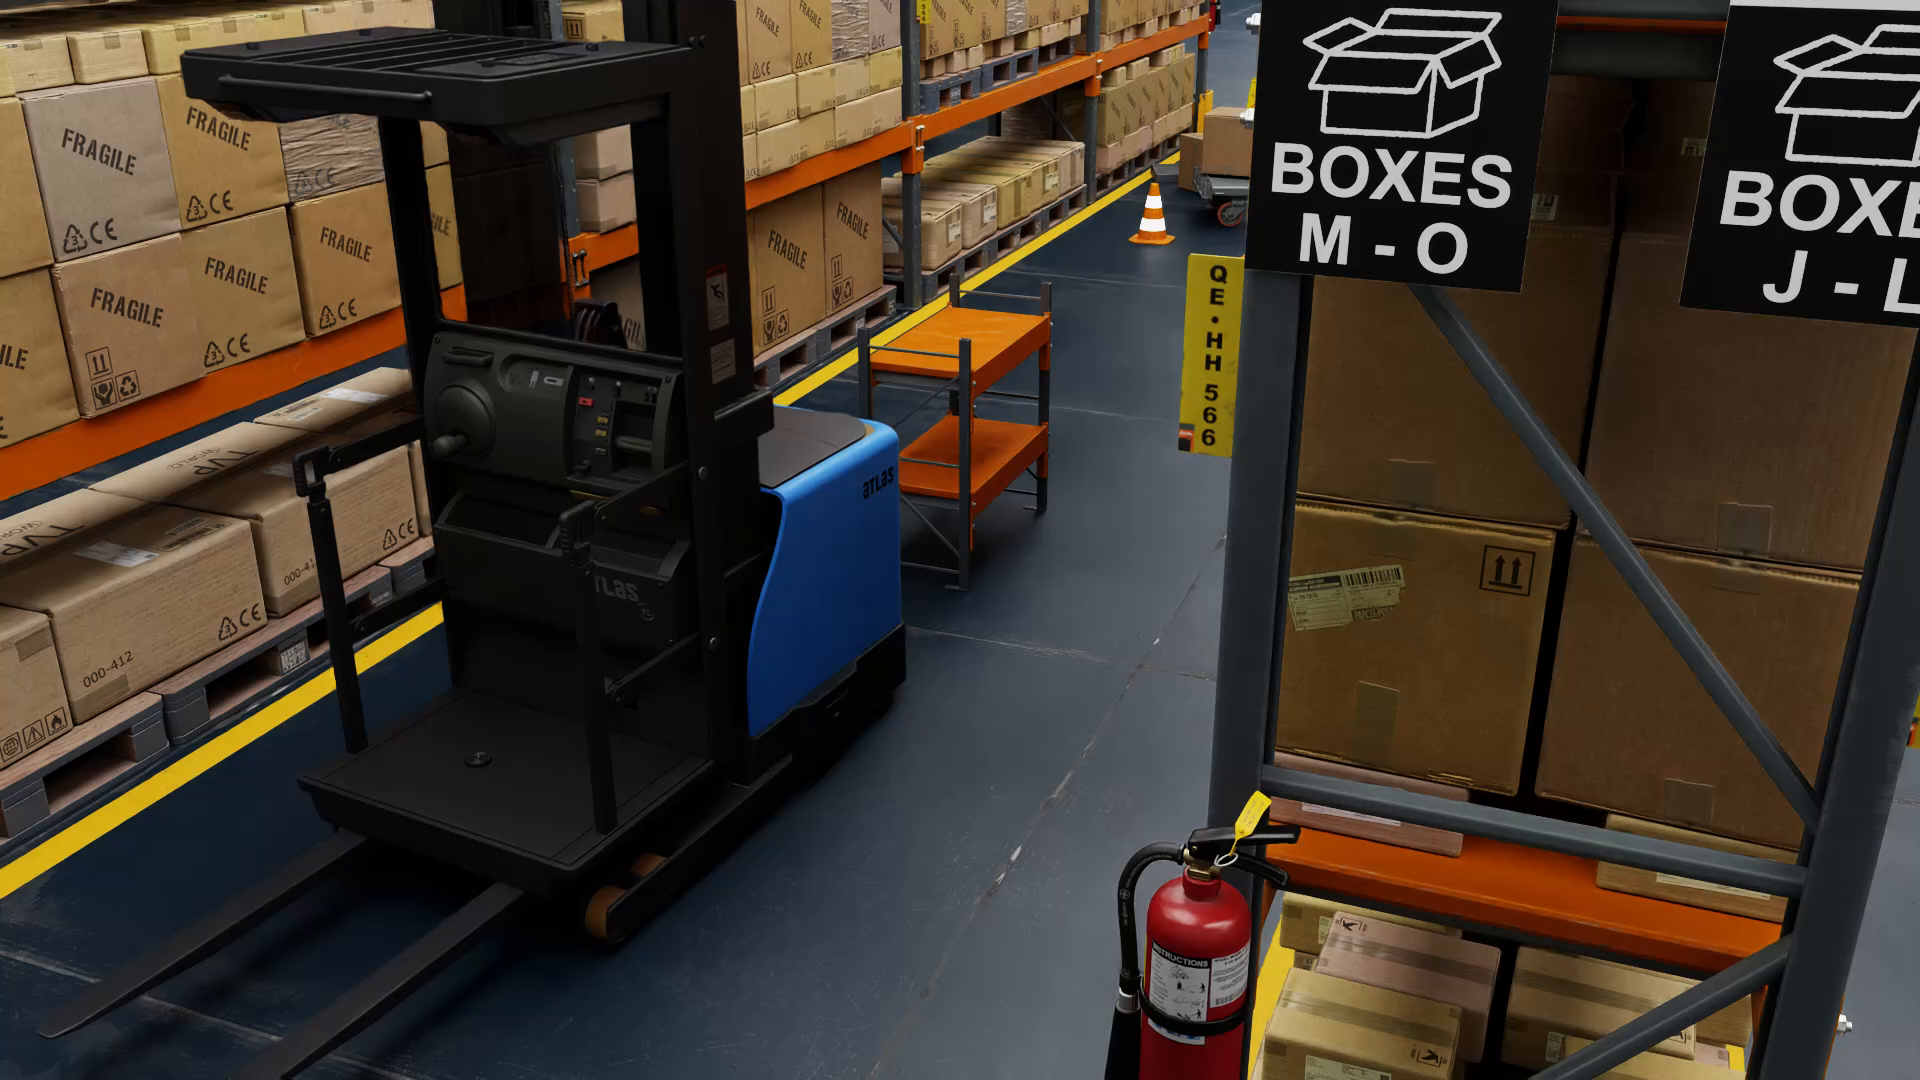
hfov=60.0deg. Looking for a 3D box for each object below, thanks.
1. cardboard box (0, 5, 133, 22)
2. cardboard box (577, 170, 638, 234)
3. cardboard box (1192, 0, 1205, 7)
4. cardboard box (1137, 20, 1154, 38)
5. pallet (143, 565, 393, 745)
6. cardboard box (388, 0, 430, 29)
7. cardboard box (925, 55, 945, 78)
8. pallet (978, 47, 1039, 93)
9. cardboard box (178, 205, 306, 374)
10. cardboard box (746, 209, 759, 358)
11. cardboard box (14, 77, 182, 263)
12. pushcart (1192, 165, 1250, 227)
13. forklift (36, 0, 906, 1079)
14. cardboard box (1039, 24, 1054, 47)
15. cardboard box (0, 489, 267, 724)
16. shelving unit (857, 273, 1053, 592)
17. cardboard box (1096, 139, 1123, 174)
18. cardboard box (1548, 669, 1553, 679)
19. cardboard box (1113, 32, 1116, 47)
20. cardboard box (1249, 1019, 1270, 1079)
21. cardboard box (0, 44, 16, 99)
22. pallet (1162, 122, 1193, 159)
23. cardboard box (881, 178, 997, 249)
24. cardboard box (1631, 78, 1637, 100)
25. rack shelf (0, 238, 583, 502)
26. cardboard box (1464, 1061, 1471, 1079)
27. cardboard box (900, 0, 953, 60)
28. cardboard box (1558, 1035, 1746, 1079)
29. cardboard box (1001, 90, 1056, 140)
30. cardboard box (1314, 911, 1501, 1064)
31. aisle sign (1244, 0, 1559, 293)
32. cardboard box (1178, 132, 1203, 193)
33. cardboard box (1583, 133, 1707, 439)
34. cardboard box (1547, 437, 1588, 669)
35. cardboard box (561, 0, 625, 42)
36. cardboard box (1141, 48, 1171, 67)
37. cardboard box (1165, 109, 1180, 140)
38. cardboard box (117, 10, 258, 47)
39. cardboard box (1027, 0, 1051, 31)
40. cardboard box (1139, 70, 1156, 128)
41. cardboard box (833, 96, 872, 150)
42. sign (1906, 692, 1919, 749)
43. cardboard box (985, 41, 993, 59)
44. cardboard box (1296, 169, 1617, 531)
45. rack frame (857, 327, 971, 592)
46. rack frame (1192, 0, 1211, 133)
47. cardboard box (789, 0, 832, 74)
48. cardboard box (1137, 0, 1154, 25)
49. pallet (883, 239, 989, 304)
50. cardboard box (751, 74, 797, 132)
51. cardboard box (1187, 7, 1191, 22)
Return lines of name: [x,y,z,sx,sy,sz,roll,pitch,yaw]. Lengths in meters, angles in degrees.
cardboard box: [-3.178,-1.815,5.935,0.380,0.149,0.250,9,24,20]
cardboard box: [-1.828,-1.677,8.067,0.500,0.250,0.500,8,24,19]
cardboard box: [2.275,-5.870,17.396,0.500,0.500,0.500,8,24,19]
cardboard box: [1.634,-4.896,15.907,0.380,0.149,0.250,9,24,20]
pallet: [-3.043,0.359,6.616,1.003,0.211,1.213,9,24,20]
cardboard box: [-2.356,-2.111,6.643,0.380,0.149,0.250,9,24,20]
cardboard box: [-0.321,-3.322,11.591,0.380,0.149,0.250,7,24,17]
pallet: [-0.054,-3.683,12.925,1.003,0.211,1.213,9,24,20]
cardboard box: [-2.739,-0.918,5.926,0.500,0.500,0.500,10,25,22]
cardboard box: [-1.752,-1.397,9.415,0.875,0.875,0.875,10,24,22]
cardboard box: [-2.910,-1.205,5.315,0.500,0.500,0.500,9,24,20]
pushcart: [2.870,-2.971,14.372,1.648,0.377,0.936,1,23,2]
forklift: [-1.336,-0.362,4.813,1.130,2.935,3.031,11,25,25]
cardboard box: [0.532,-4.062,13.365,0.380,0.149,0.250,9,24,20]
cardboard box: [-3.238,0.214,6.124,0.875,0.438,0.875,9,24,21]
shelving unit: [-0.002,-0.517,7.527,0.538,1.125,1.048,9,24,20]
cardboard box: [1.205,-3.587,15.467,0.500,0.250,0.500,8,24,18]
cardboard box: [1.510,0.227,3.642,0.380,0.149,0.250,10,25,23]
cardboard box: [1.195,-4.538,15.048,0.380,0.149,0.250,10,24,22]
cardboard box: [0.842,1.232,3.676,0.380,0.149,0.250,8,24,19]
cardboard box: [-3.018,-1.366,4.861,0.380,0.149,0.250,8,24,18]
pallet: [1.858,-4.321,17.821,1.003,0.211,1.213,9,24,20]
cardboard box: [-0.265,-2.505,12.720,0.950,0.372,0.625,8,24,19]
cardboard box: [1.609,-1.108,4.699,0.500,0.500,0.500,9,24,21]
rack shelf: [-2.980,-0.579,6.177,1.077,0.370,4.000,9,24,20]
cardboard box: [1.093,1.192,4.158,0.380,0.149,0.250,9,24,20]
cardboard box: [-0.369,-3.563,11.327,0.500,0.500,0.500,8,24,19]
cardboard box: [1.421,1.186,3.401,0.380,0.149,0.250,8,24,18]
cardboard box: [0.706,-4.010,15.509,0.500,0.500,0.500,8,24,19]
cardboard box: [1.019,1.017,3.805,0.380,0.149,0.250,9,24,21]
aisle sign: [0.605,-0.739,2.254,0.394,0.787,0.004,9,24,20]
cardboard box: [2.396,-3.525,15.538,0.500,0.500,0.500,-12,25,-26]
cardboard box: [1.506,-0.471,3.174,0.500,0.500,0.500,10,24,22]
cardboard box: [1.509,-0.022,3.395,0.500,0.500,0.500,9,24,20]
cardboard box: [-1.806,-2.250,7.818,0.500,0.500,0.500,9,24,21]
cardboard box: [1.896,-4.842,16.659,0.380,0.149,0.250,10,25,22]
cardboard box: [1.971,-4.334,17.256,0.500,0.250,0.500,9,24,20]
cardboard box: [-2.666,-1.739,5.752,0.380,0.149,0.250,9,24,20]
cardboard box: [0.396,-4.307,13.108,0.500,0.500,0.500,10,25,22]
cardboard box: [1.587,-4.311,16.229,0.500,0.500,0.500,10,25,23]
cardboard box: [-0.873,-2.585,10.242,0.500,0.250,0.500,9,24,21]
sign: [1.415,0.156,2.362,0.100,0.325,0.005,9,24,20]
cardboard box: [0.030,-3.713,12.527,0.380,0.149,0.250,10,25,22]
cardboard box: [0.850,-0.366,2.923,0.500,0.500,0.500,8,24,19]
rack frame: [-0.191,-0.335,7.092,0.500,1.125,0.032,9,24,20]
rack frame: [2.221,-5.921,18.032,1.000,3.000,0.127,9,24,20]
cardboard box: [-1.074,-2.981,9.568,0.500,0.500,0.500,9,24,20]
cardboard box: [1.521,-5.151,15.674,0.500,0.500,0.500,9,24,20]
pallet: [-0.459,-2.050,12.385,1.003,0.211,1.213,9,24,20]
cardboard box: [-1.246,-2.454,9.278,0.500,0.250,0.500,8,24,18]
cardboard box: [2.174,-5.445,17.220,0.380,0.149,0.250,8,24,19]
